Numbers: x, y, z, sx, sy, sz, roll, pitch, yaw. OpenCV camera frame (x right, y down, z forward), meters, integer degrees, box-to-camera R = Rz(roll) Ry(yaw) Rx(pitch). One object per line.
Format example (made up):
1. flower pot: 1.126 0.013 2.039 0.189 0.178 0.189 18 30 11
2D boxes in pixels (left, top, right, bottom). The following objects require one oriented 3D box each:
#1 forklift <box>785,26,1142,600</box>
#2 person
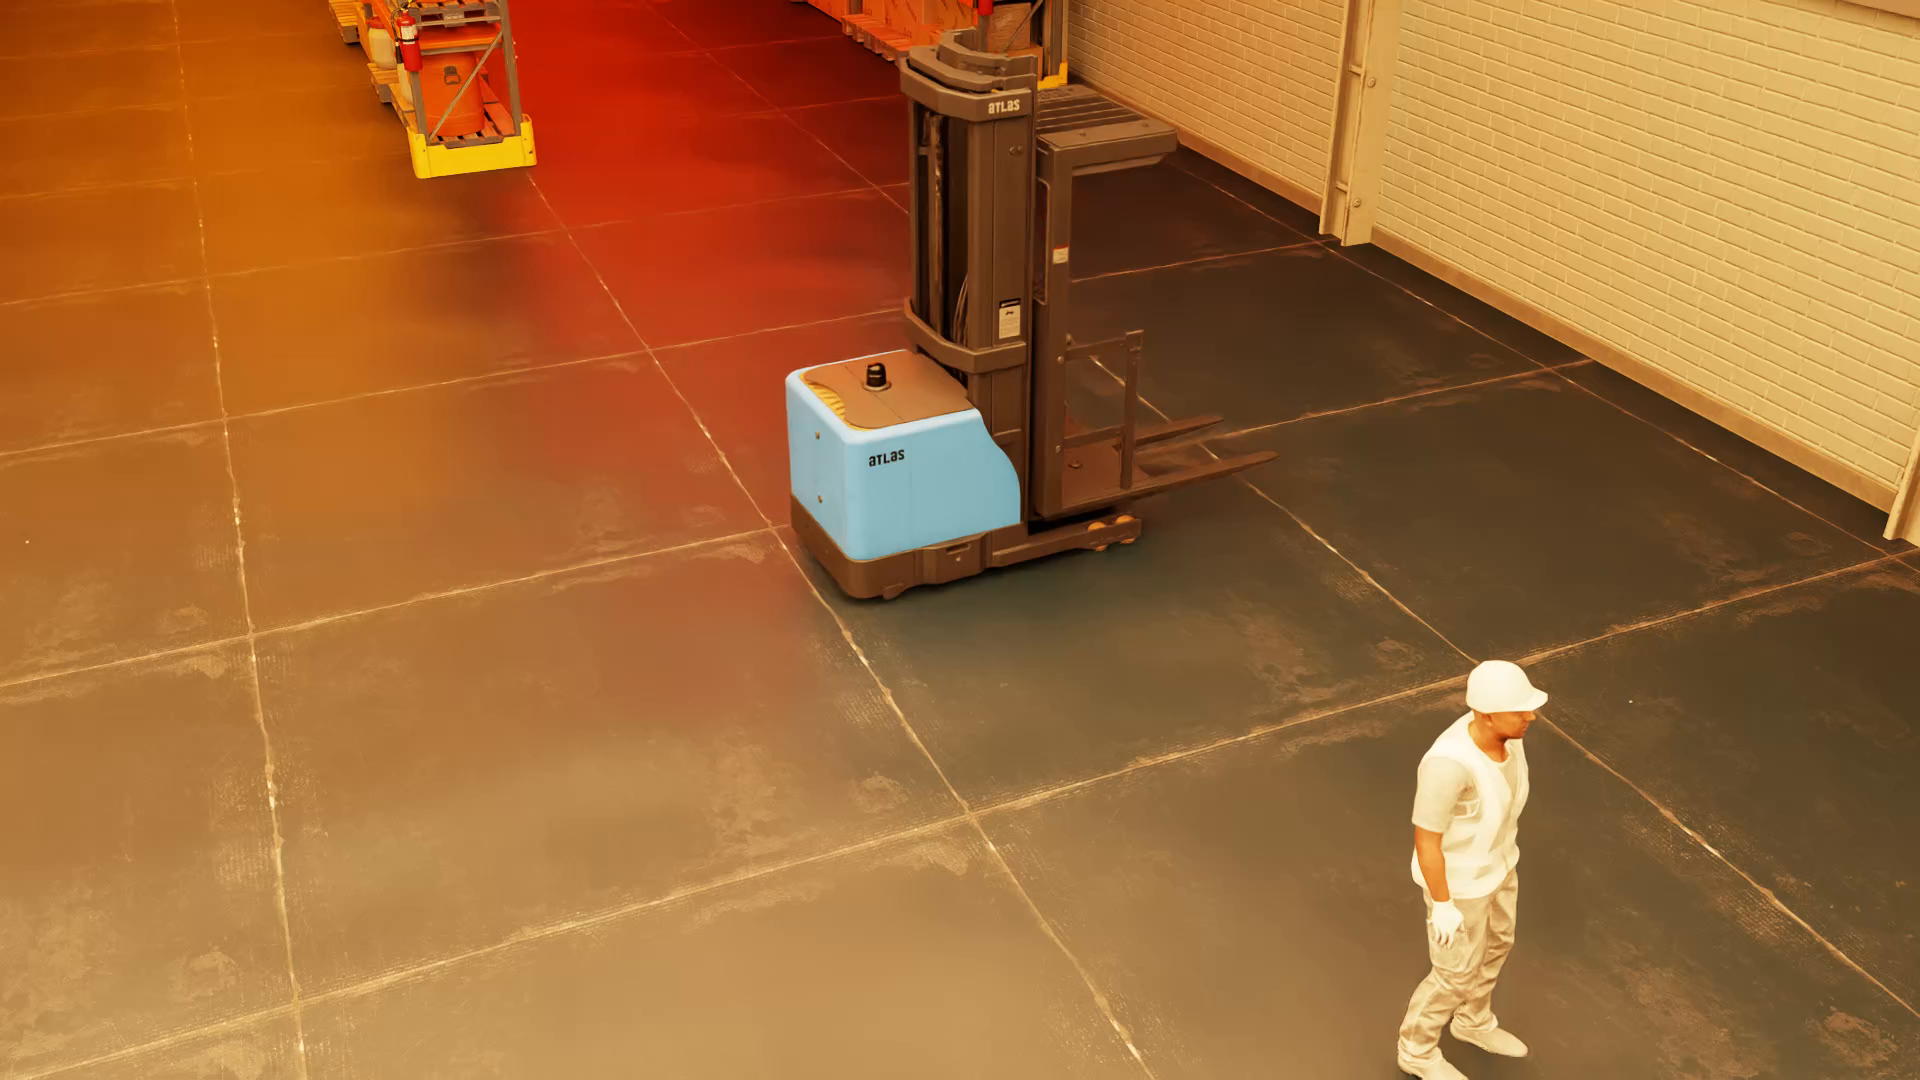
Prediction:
1. forklift: 0.527 -1.430 9.621 3.031 2.935 1.130 -14 33 -23
2. person: 1.918 1.316 6.154 0.507 1.654 0.648 23 37 34
